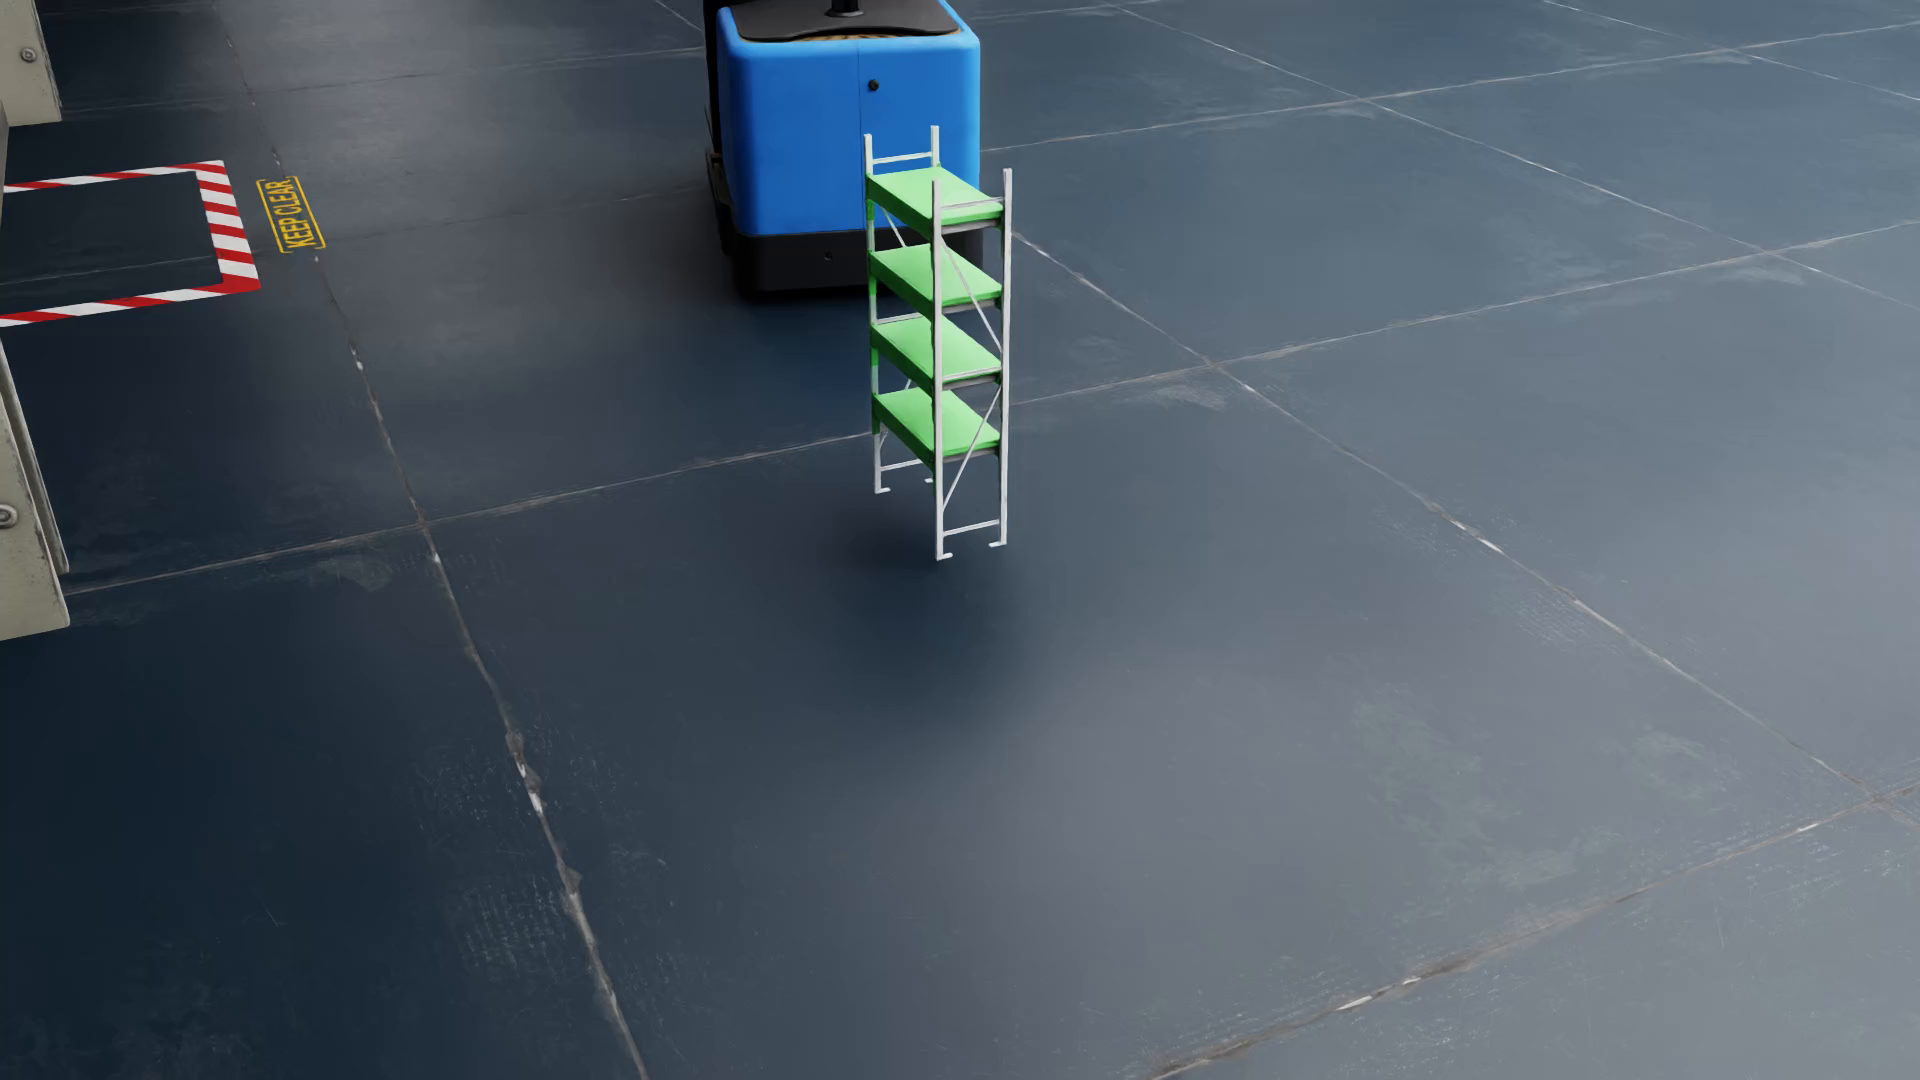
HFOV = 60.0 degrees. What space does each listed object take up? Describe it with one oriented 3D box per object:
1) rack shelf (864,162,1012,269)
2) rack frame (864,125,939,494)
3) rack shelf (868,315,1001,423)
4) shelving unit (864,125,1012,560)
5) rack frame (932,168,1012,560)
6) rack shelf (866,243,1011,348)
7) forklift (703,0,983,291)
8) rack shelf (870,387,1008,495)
[{"bbox_3d":[-0.071,-0.959,4.883,0.258,0.148,0.480,-13,32,-22],"label":"rack shelf"},{"bbox_3d":[-0.176,-0.704,5.279,0.240,1.200,0.015,-13,32,-22],"label":"rack frame"},{"bbox_3d":[-0.071,-0.541,5.118,0.258,0.148,0.480,-13,32,-22],"label":"rack shelf"},{"bbox_3d":[-0.071,-0.596,5.087,0.258,1.200,0.503,-13,32,-22],"label":"shelving unit"},{"bbox_3d":[0.034,-0.489,4.895,0.240,1.200,0.015,-13,32,-22],"label":"rack frame"},{"bbox_3d":[-0.071,-0.750,5.001,0.258,0.148,0.480,-13,32,-22],"label":"rack shelf"},{"bbox_3d":[-0.685,-3.022,7.643,1.130,2.935,3.031,-5,30,-9],"label":"forklift"},{"bbox_3d":[-0.071,-0.331,5.236,0.258,0.148,0.480,-13,32,-22],"label":"rack shelf"}]
